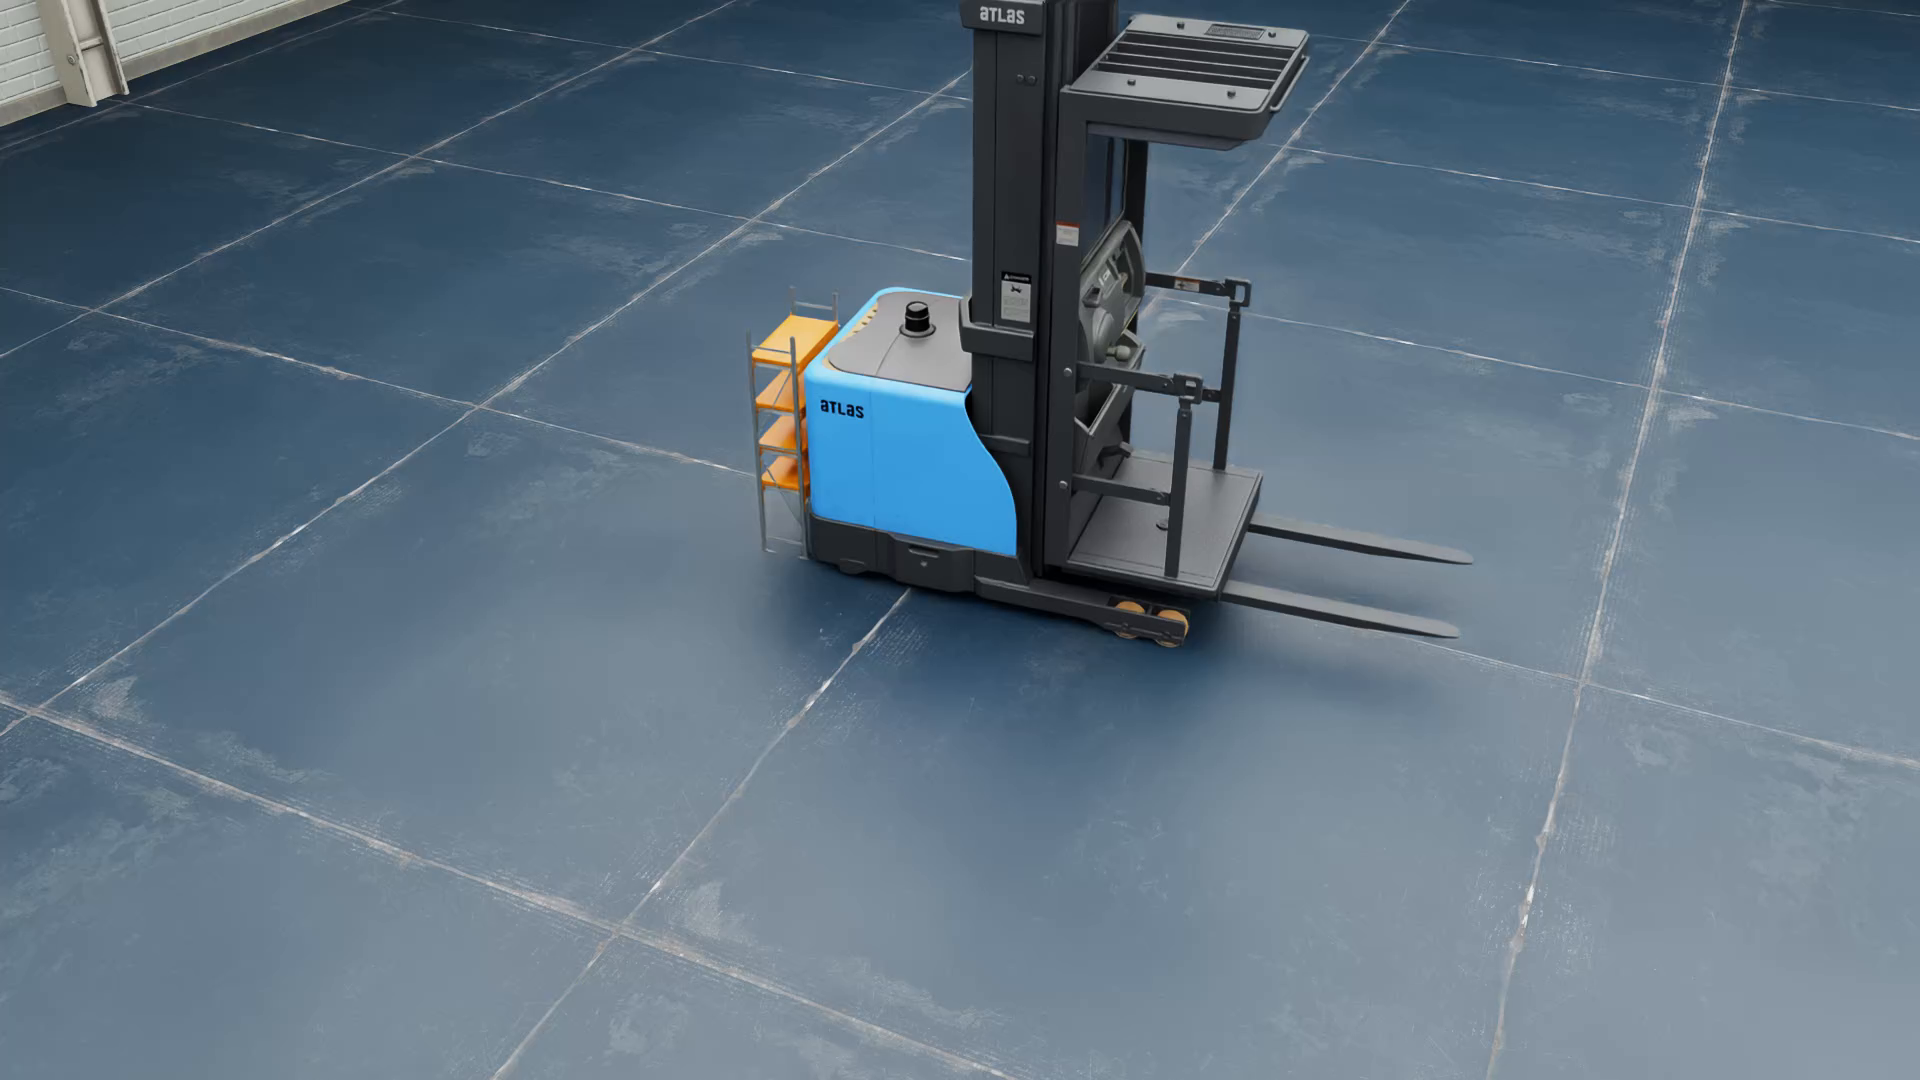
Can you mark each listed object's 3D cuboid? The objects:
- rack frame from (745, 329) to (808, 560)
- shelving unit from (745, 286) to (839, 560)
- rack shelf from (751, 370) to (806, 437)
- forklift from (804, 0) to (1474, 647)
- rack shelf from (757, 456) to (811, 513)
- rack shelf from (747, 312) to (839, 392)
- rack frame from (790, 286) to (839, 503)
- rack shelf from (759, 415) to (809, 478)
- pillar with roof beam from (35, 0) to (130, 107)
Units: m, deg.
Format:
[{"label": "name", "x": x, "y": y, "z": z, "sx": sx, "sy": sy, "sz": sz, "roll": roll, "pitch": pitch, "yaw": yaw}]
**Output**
[{"label": "rack frame", "x": -0.855, "y": -0.429, "z": 7.810, "sx": 0.240, "sy": 1.200, "sz": 0.015, "roll": 11, "pitch": 35, "yaw": 16}, {"label": "shelving unit", "x": -0.774, "y": -0.555, "z": 8.003, "sx": 0.258, "sy": 1.200, "sz": 0.503, "roll": 11, "pitch": 35, "yaw": 16}, {"label": "rack shelf", "x": -0.774, "y": -0.686, "z": 7.917, "sx": 0.258, "sy": 0.148, "sz": 0.480, "roll": 11, "pitch": 35, "yaw": 16}, {"label": "forklift", "x": 0.852, "y": -1.072, "z": 7.211, "sx": 3.031, "sy": 2.935, "sz": 1.130, "roll": 11, "pitch": 35, "yaw": 16}, {"label": "rack shelf", "x": -0.774, "y": -0.333, "z": 8.149, "sx": 0.258, "sy": 0.148, "sz": 0.480, "roll": 11, "pitch": 35, "yaw": 16}, {"label": "rack shelf", "x": -0.774, "y": -0.884, "z": 7.787, "sx": 0.258, "sy": 0.148, "sz": 0.480, "roll": 11, "pitch": 35, "yaw": 16}, {"label": "rack frame", "x": -0.694, "y": -0.682, "z": 8.195, "sx": 0.240, "sy": 1.200, "sz": 0.015, "roll": 11, "pitch": 35, "yaw": 16}, {"label": "rack shelf", "x": -0.774, "y": -0.499, "z": 8.040, "sx": 0.258, "sy": 0.148, "sz": 0.480, "roll": 11, "pitch": 35, "yaw": 16}, {"label": "pillar with roof beam", "x": -3.290, "y": -6.471, "z": 9.913, "sx": 9.100, "sy": 9.000, "sz": 0.400, "roll": 14, "pitch": 36, "yaw": 20}]
